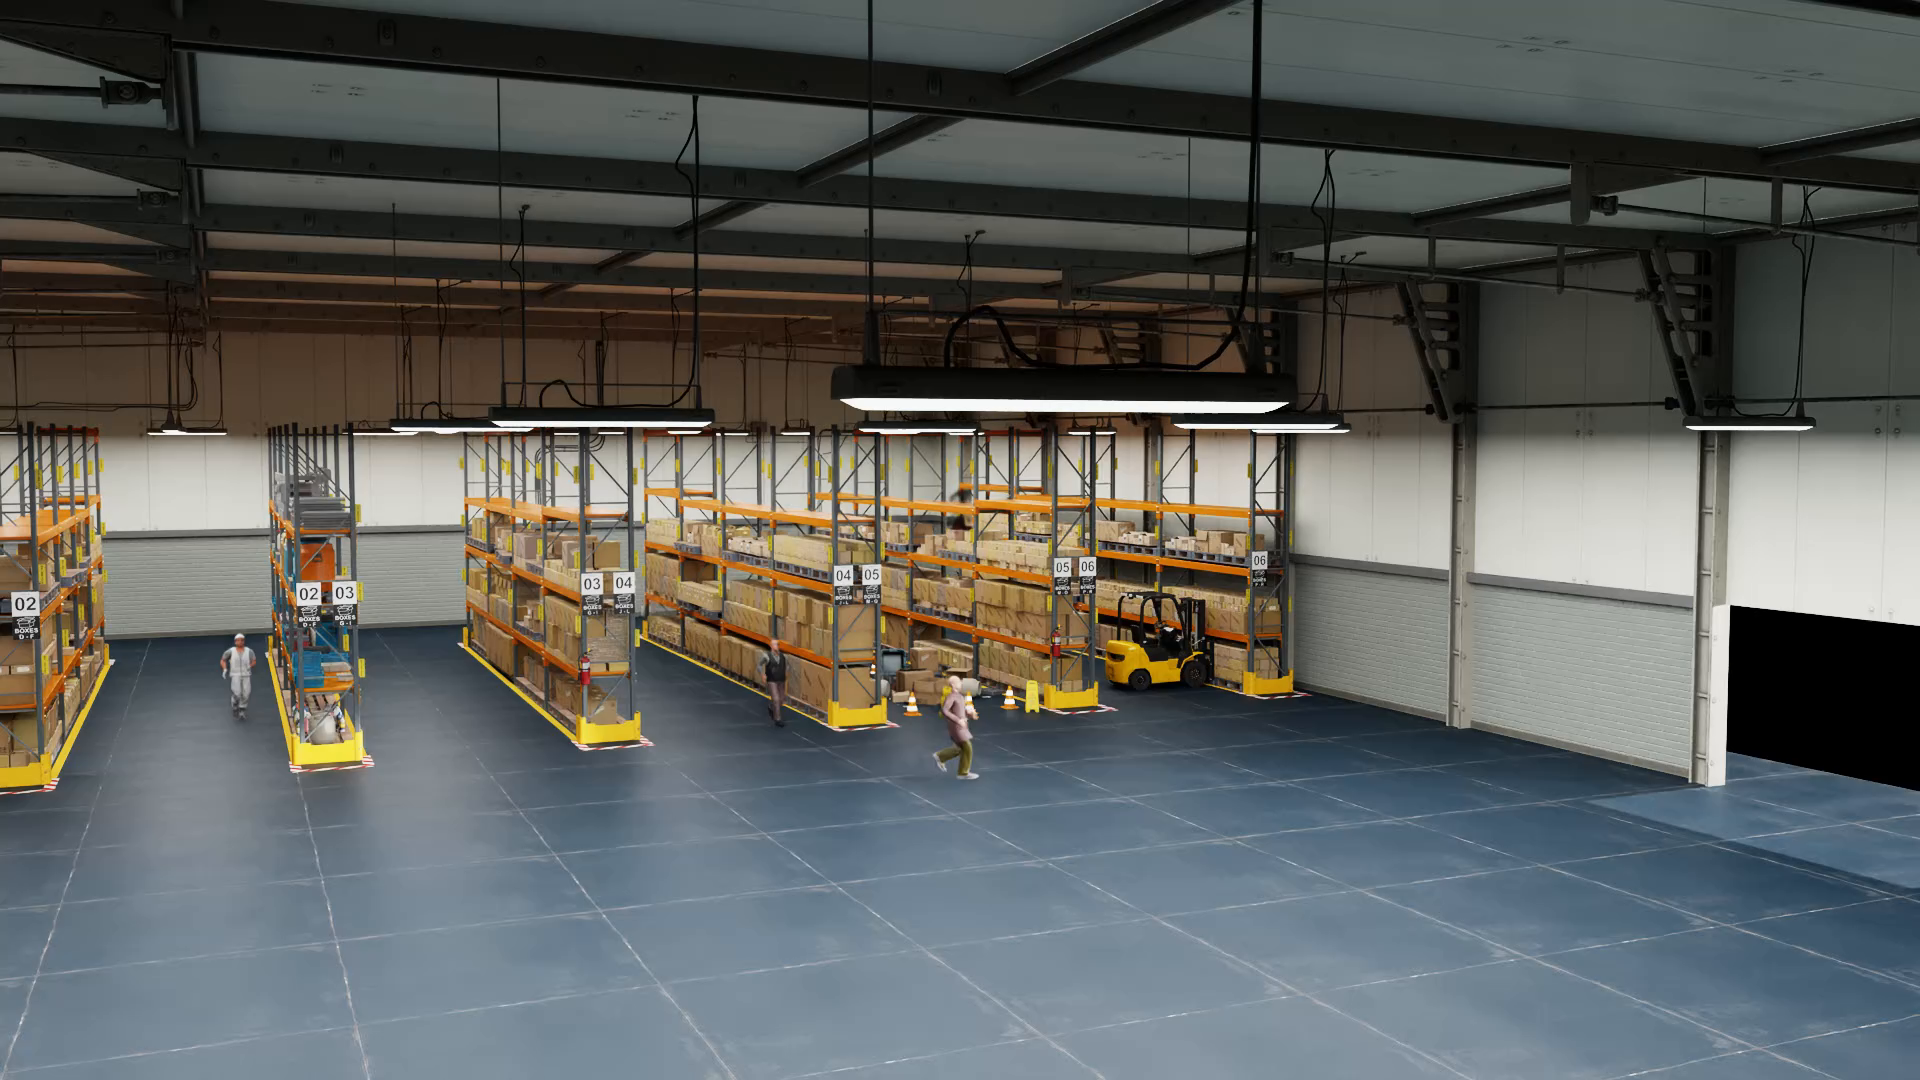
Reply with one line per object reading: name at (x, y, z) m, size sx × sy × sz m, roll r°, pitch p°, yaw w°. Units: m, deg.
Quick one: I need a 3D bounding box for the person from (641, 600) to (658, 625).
person at (-9.095, 1.870, 49.033) m, size 0.595 × 1.720 × 0.733 m, roll -3°, pitch 4°, yaw -39°

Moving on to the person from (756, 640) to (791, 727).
person at (-3.699, 2.832, 33.190) m, size 0.684 × 1.698 × 0.908 m, roll -2°, pitch 4°, yaw -31°

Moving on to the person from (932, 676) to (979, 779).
person at (-0.086, 3.146, 27.929) m, size 0.813 × 1.733 × 0.715 m, roll 1°, pitch 4°, yaw 11°

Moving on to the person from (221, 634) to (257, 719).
person at (-14.583, 2.775, 33.708) m, size 0.643 × 1.743 × 0.615 m, roll -2°, pitch 4°, yaw -34°

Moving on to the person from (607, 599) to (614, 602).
person at (-10.234, 1.963, 47.452) m, size 0.736 × 1.717 × 0.995 m, roll 0°, pitch 3°, yaw 4°
